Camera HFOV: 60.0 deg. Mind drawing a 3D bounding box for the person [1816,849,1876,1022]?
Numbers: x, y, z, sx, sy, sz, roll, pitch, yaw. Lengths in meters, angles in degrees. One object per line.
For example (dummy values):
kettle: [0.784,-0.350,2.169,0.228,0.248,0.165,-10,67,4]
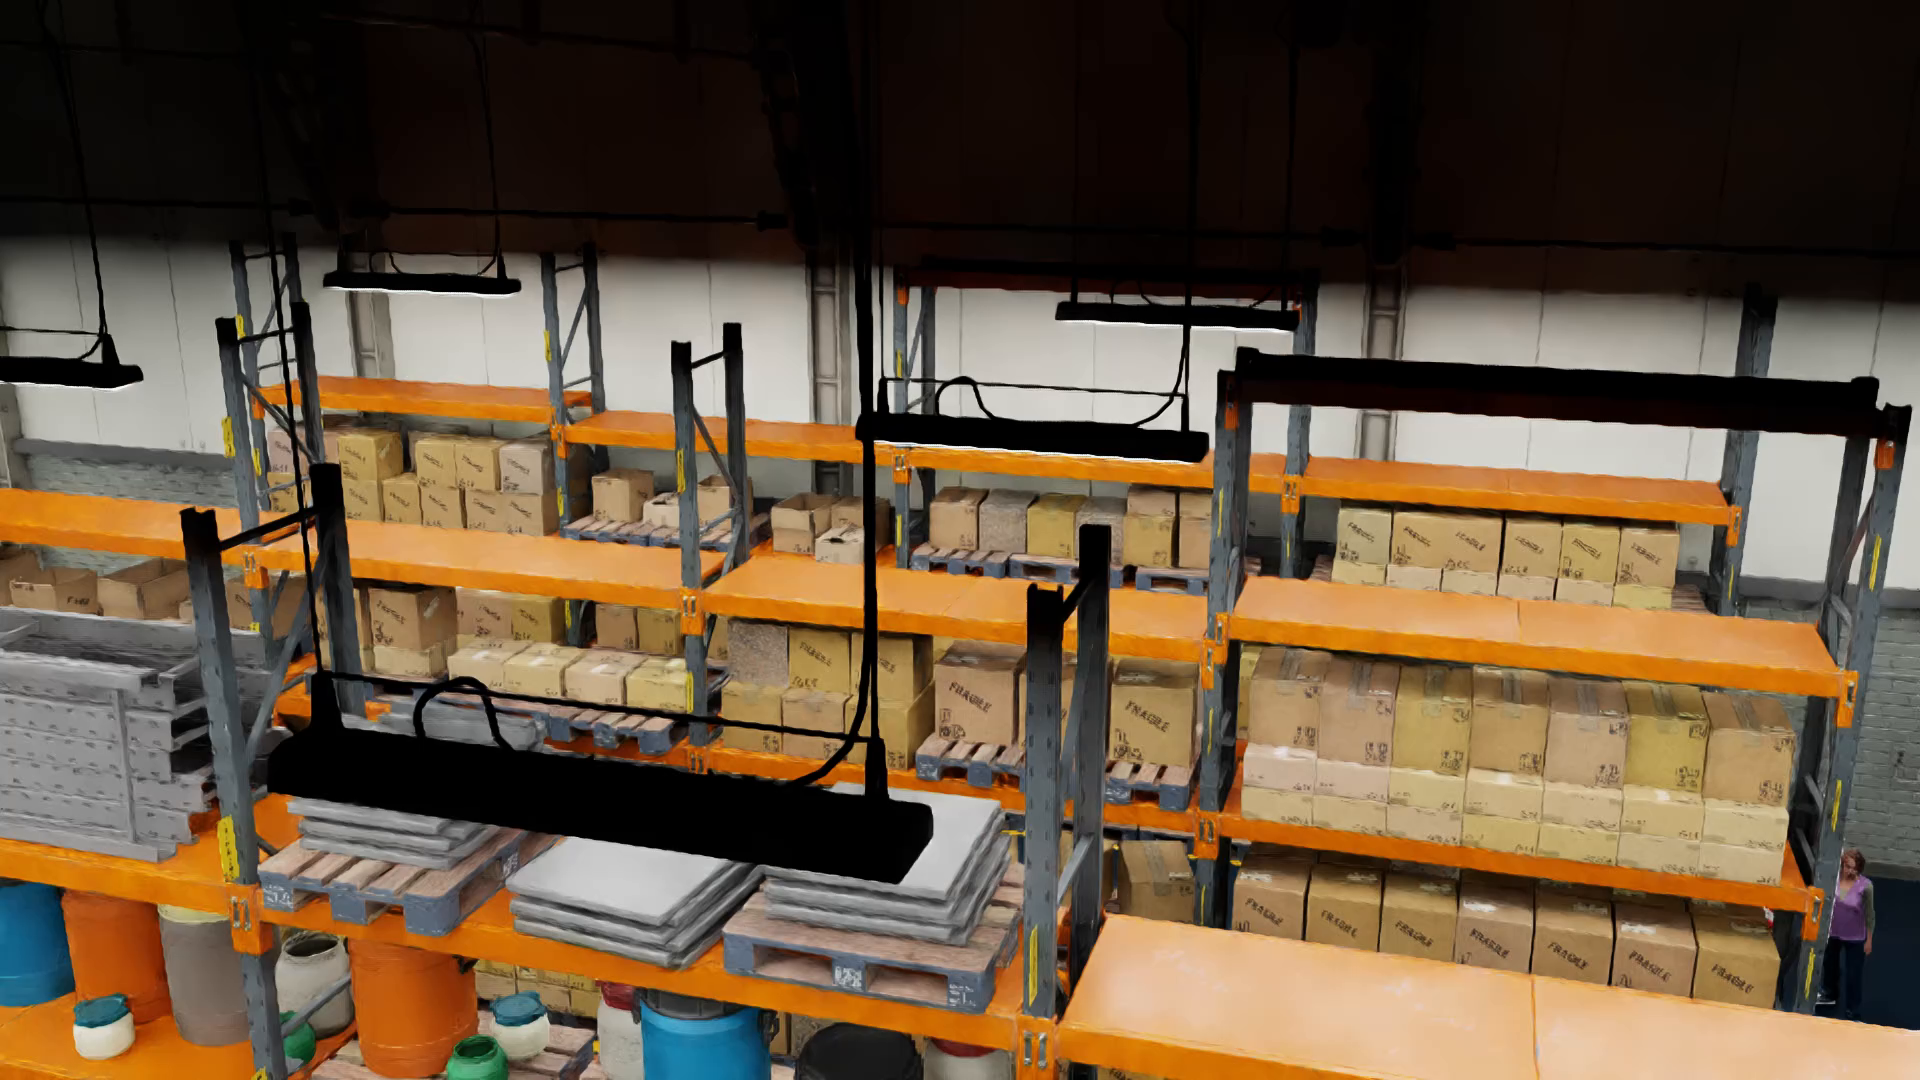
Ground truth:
person: [7.547,3.371,14.149,0.495,1.591,0.626,-13,21,-39]
